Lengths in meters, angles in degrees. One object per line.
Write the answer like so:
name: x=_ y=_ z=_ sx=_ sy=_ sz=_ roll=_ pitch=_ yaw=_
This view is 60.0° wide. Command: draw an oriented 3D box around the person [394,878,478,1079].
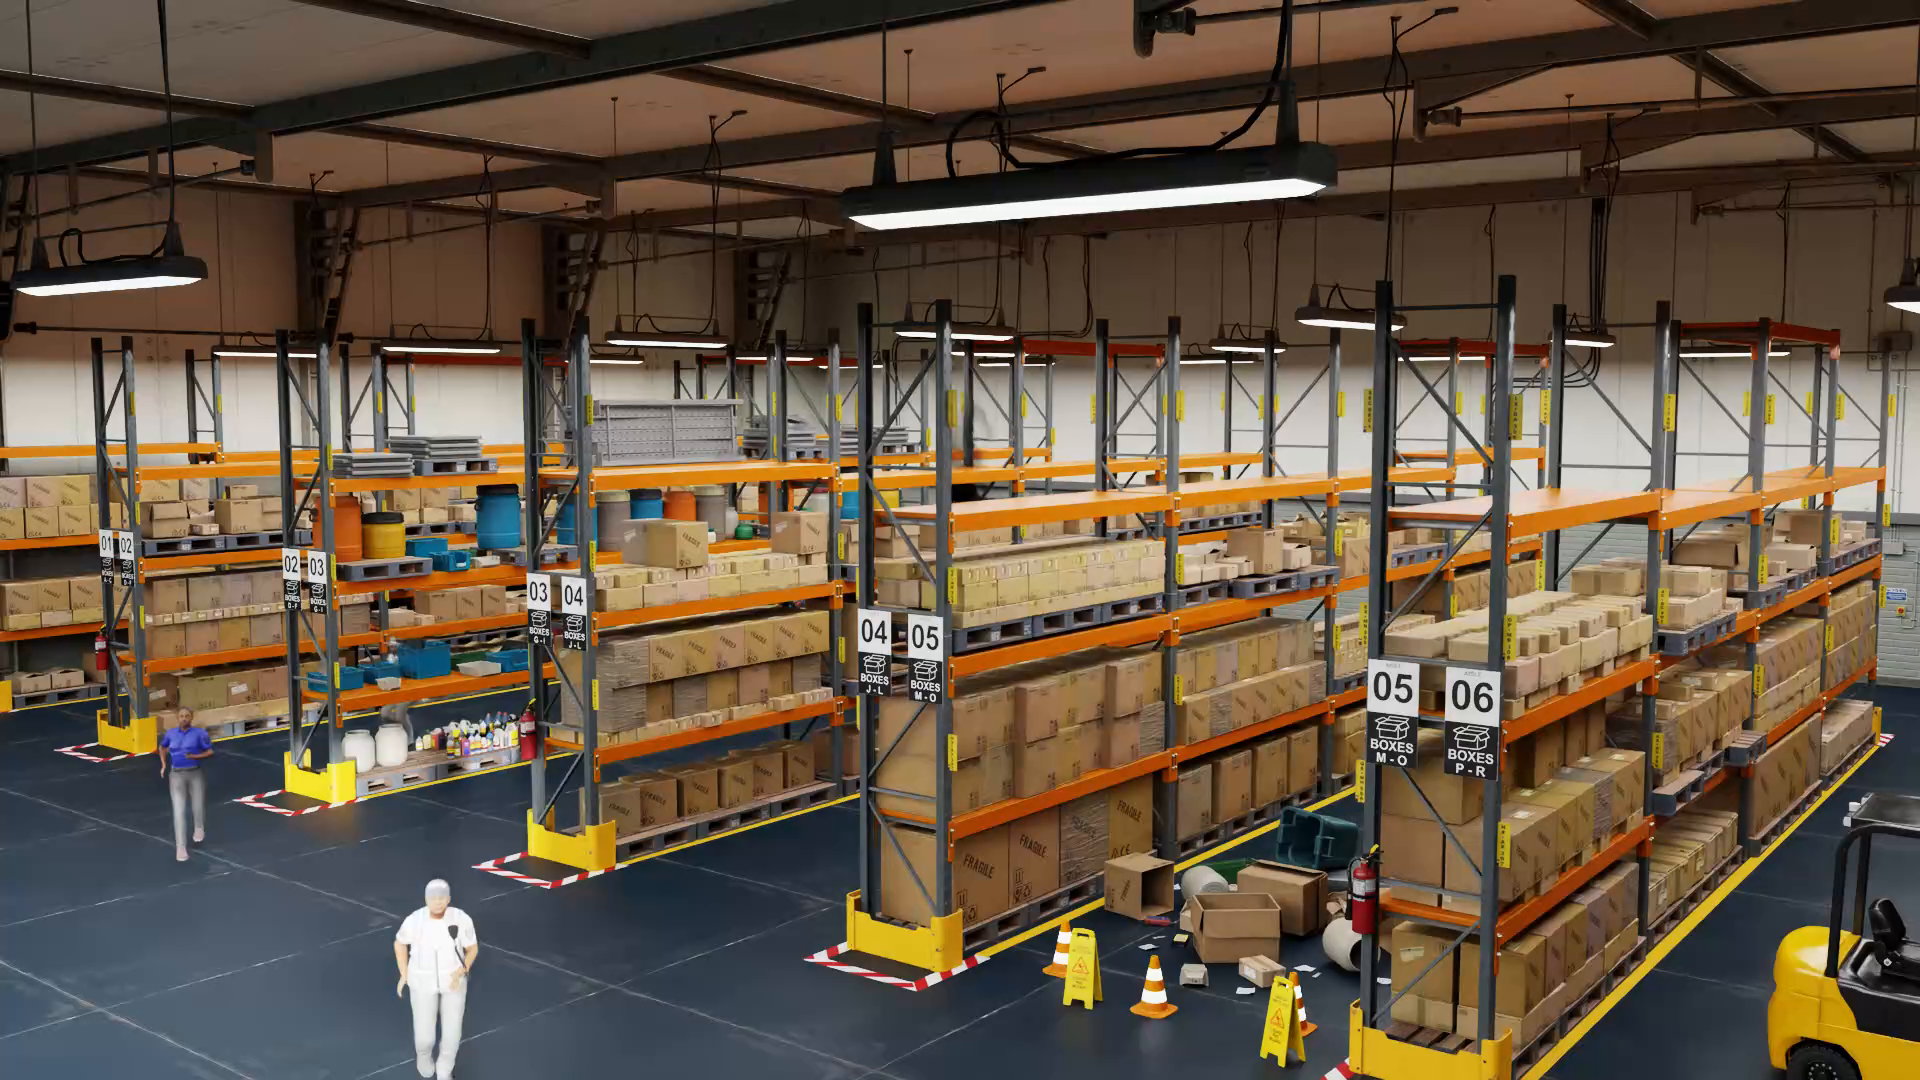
person: x=-3.852 y=3.295 z=12.259 sx=0.592 sy=1.616 sz=0.588 roll=-2 pitch=5 yaw=-18

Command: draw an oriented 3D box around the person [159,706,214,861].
person: x=-8.712 y=2.689 z=18.743 sx=0.573 sy=1.655 sz=0.935 roll=-2 pitch=5 yaw=-22

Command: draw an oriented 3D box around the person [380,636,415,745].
person: x=-8.290 y=2.224 z=24.420 sx=0.559 sy=1.639 sz=0.586 roll=3 pitch=6 yaw=31
